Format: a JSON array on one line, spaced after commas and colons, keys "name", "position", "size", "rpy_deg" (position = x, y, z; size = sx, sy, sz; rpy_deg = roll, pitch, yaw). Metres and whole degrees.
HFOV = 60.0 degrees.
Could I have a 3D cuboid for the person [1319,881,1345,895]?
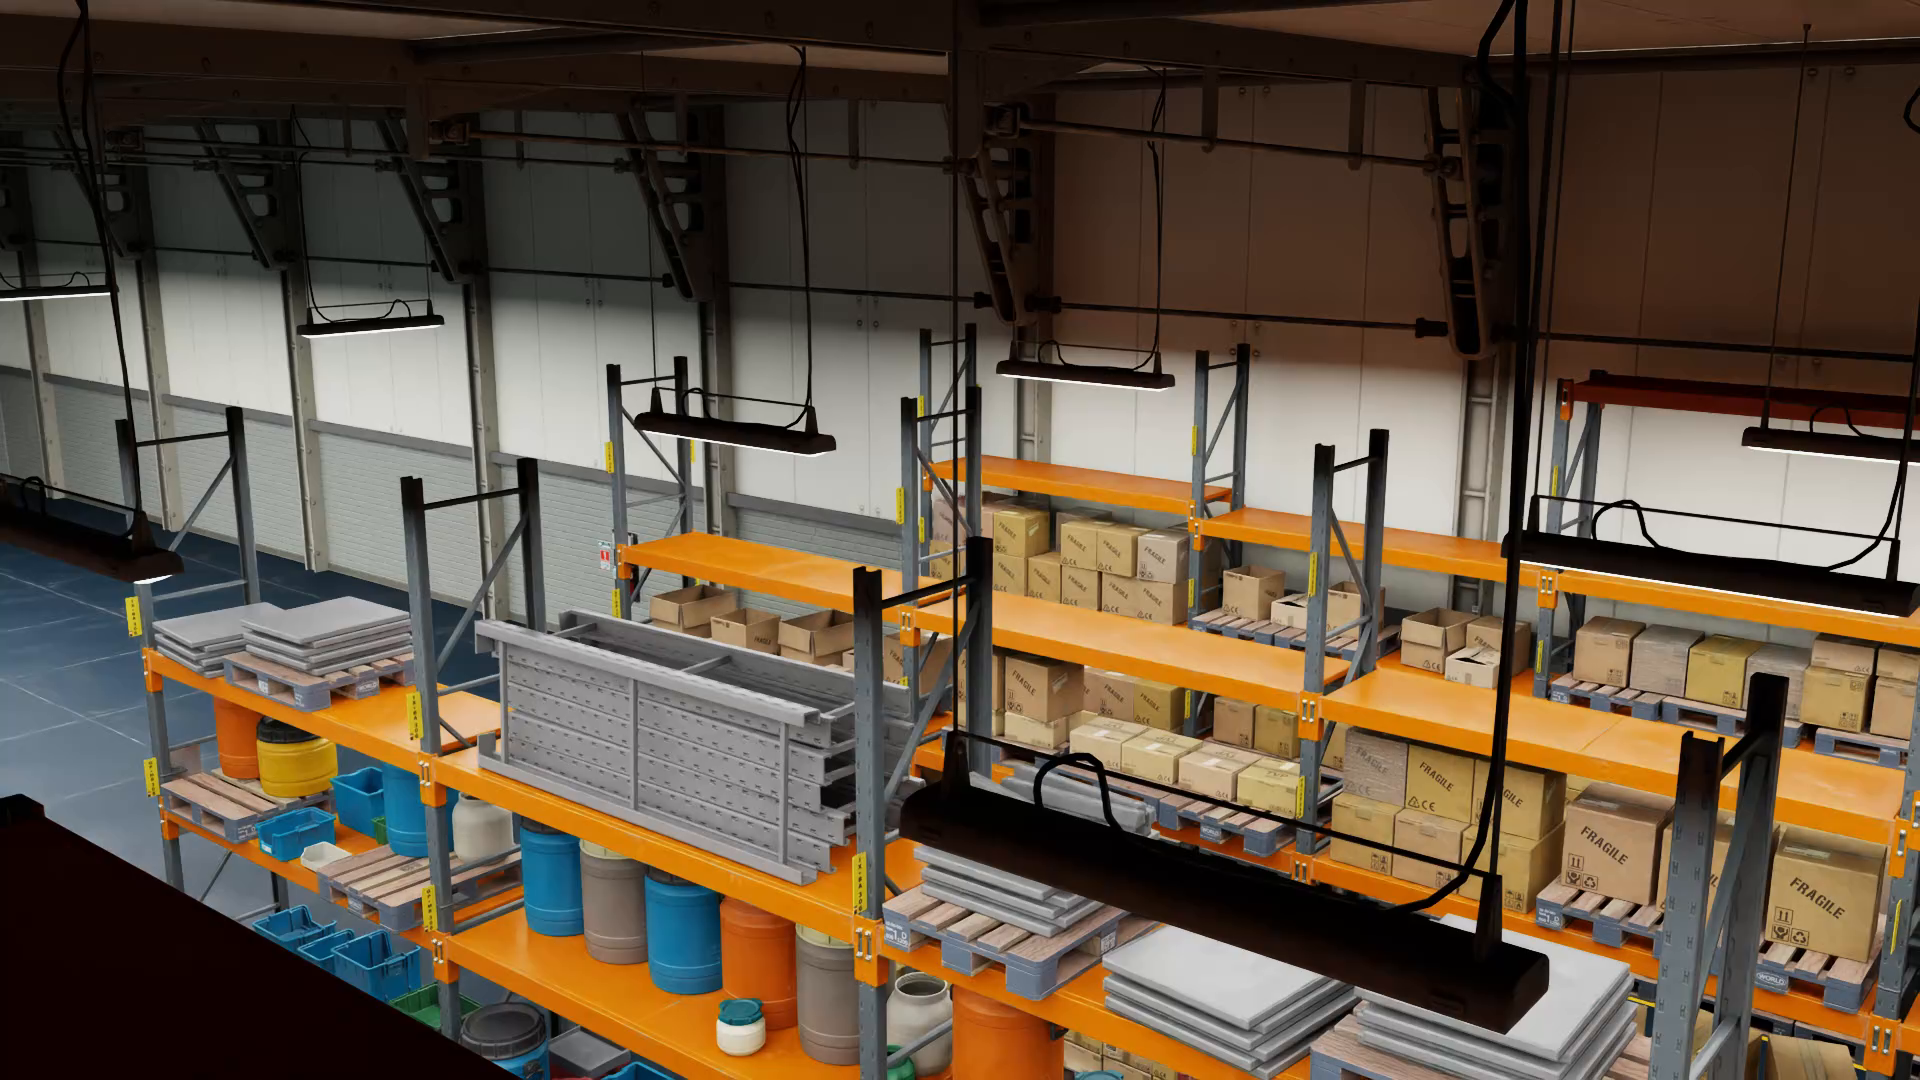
[{"name": "person", "position": [3.758, 3.590, 16.675], "size": [1.069, 1.579, 0.569], "rpy_deg": [11, 17, 41]}]
